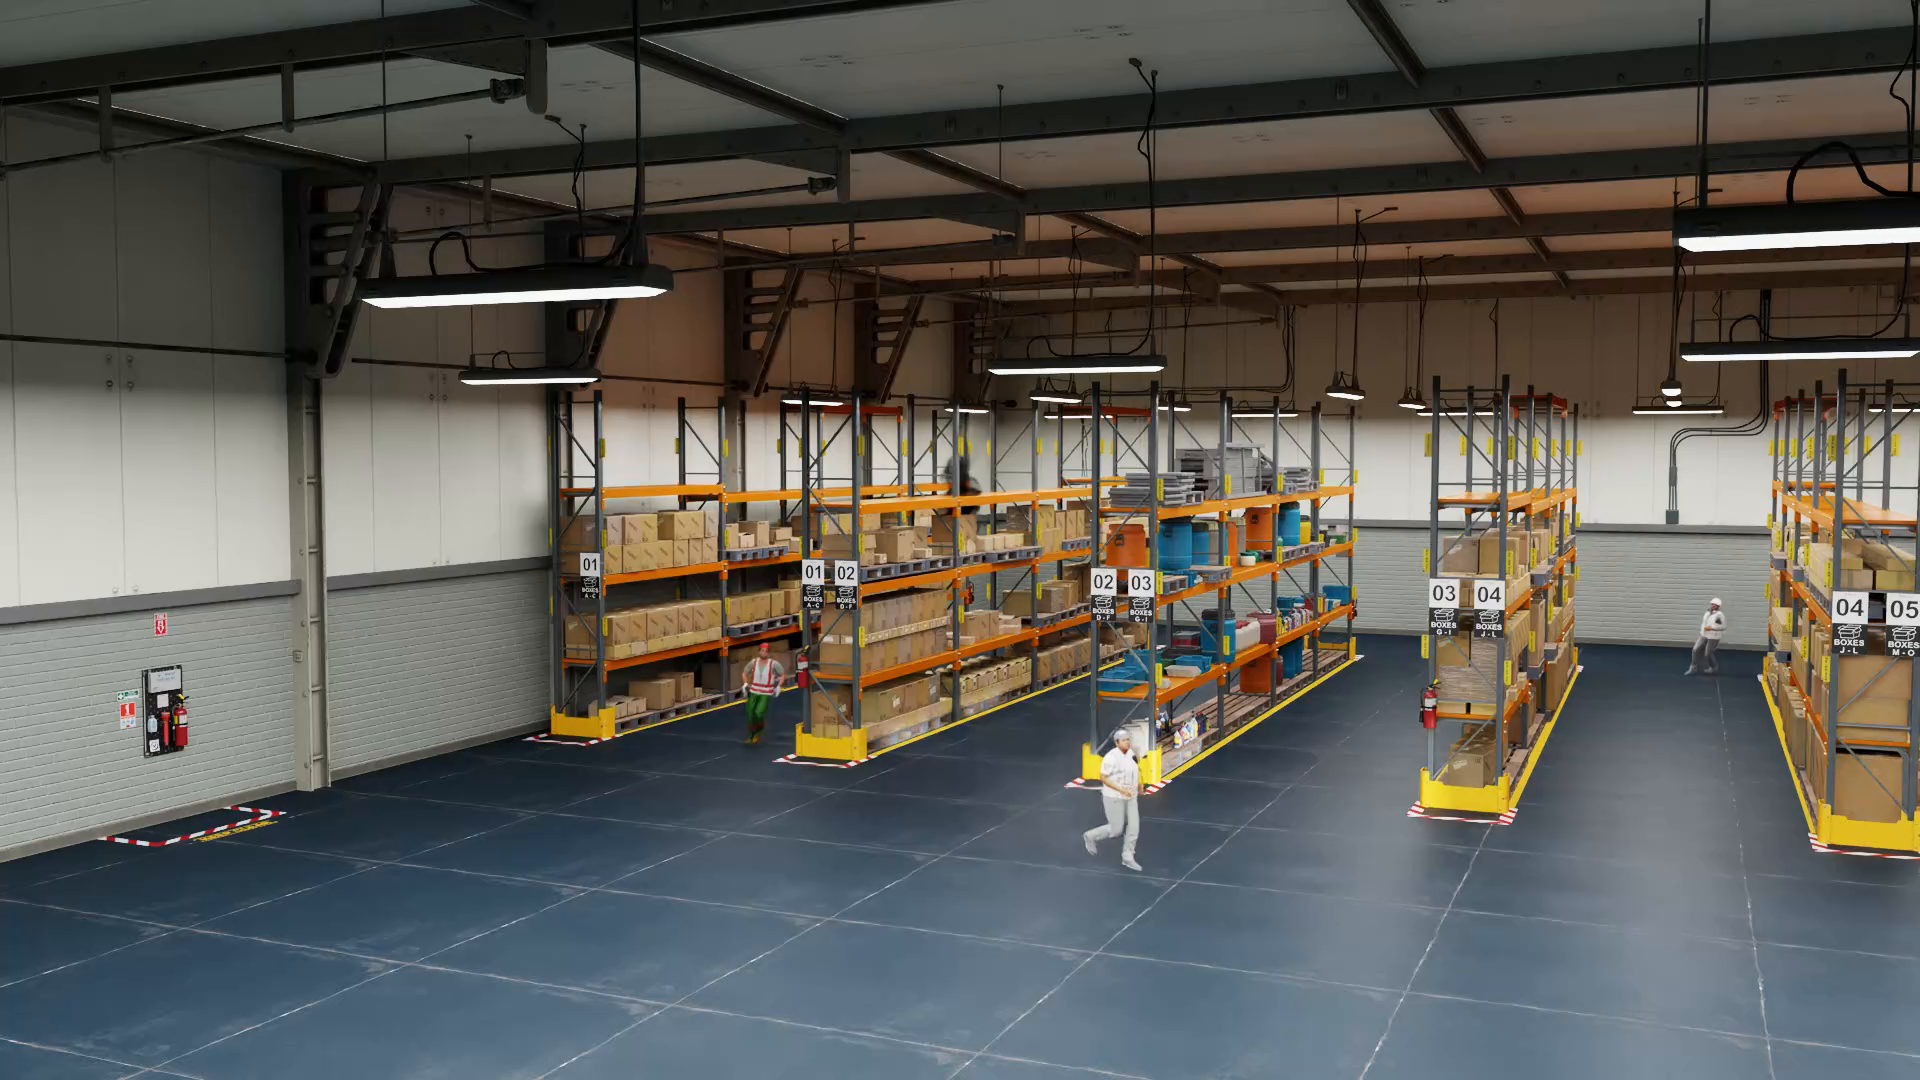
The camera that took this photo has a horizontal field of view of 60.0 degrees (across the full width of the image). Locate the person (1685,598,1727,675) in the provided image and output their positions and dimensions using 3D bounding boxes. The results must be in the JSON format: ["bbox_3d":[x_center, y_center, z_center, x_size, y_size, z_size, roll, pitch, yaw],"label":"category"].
[{"bbox_3d":[16.512,2.138,36.587,0.727,1.759,0.793,-1,3,-20],"label":"person"}]

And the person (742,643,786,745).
[{"bbox_3d":[-3.341,2.585,27.922,0.717,1.726,0.596,1,3,12],"label":"person"}]

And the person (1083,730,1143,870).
[{"bbox_3d":[1.895,3.093,19.972,0.613,1.663,0.767,-3,4,-43],"label":"person"}]
